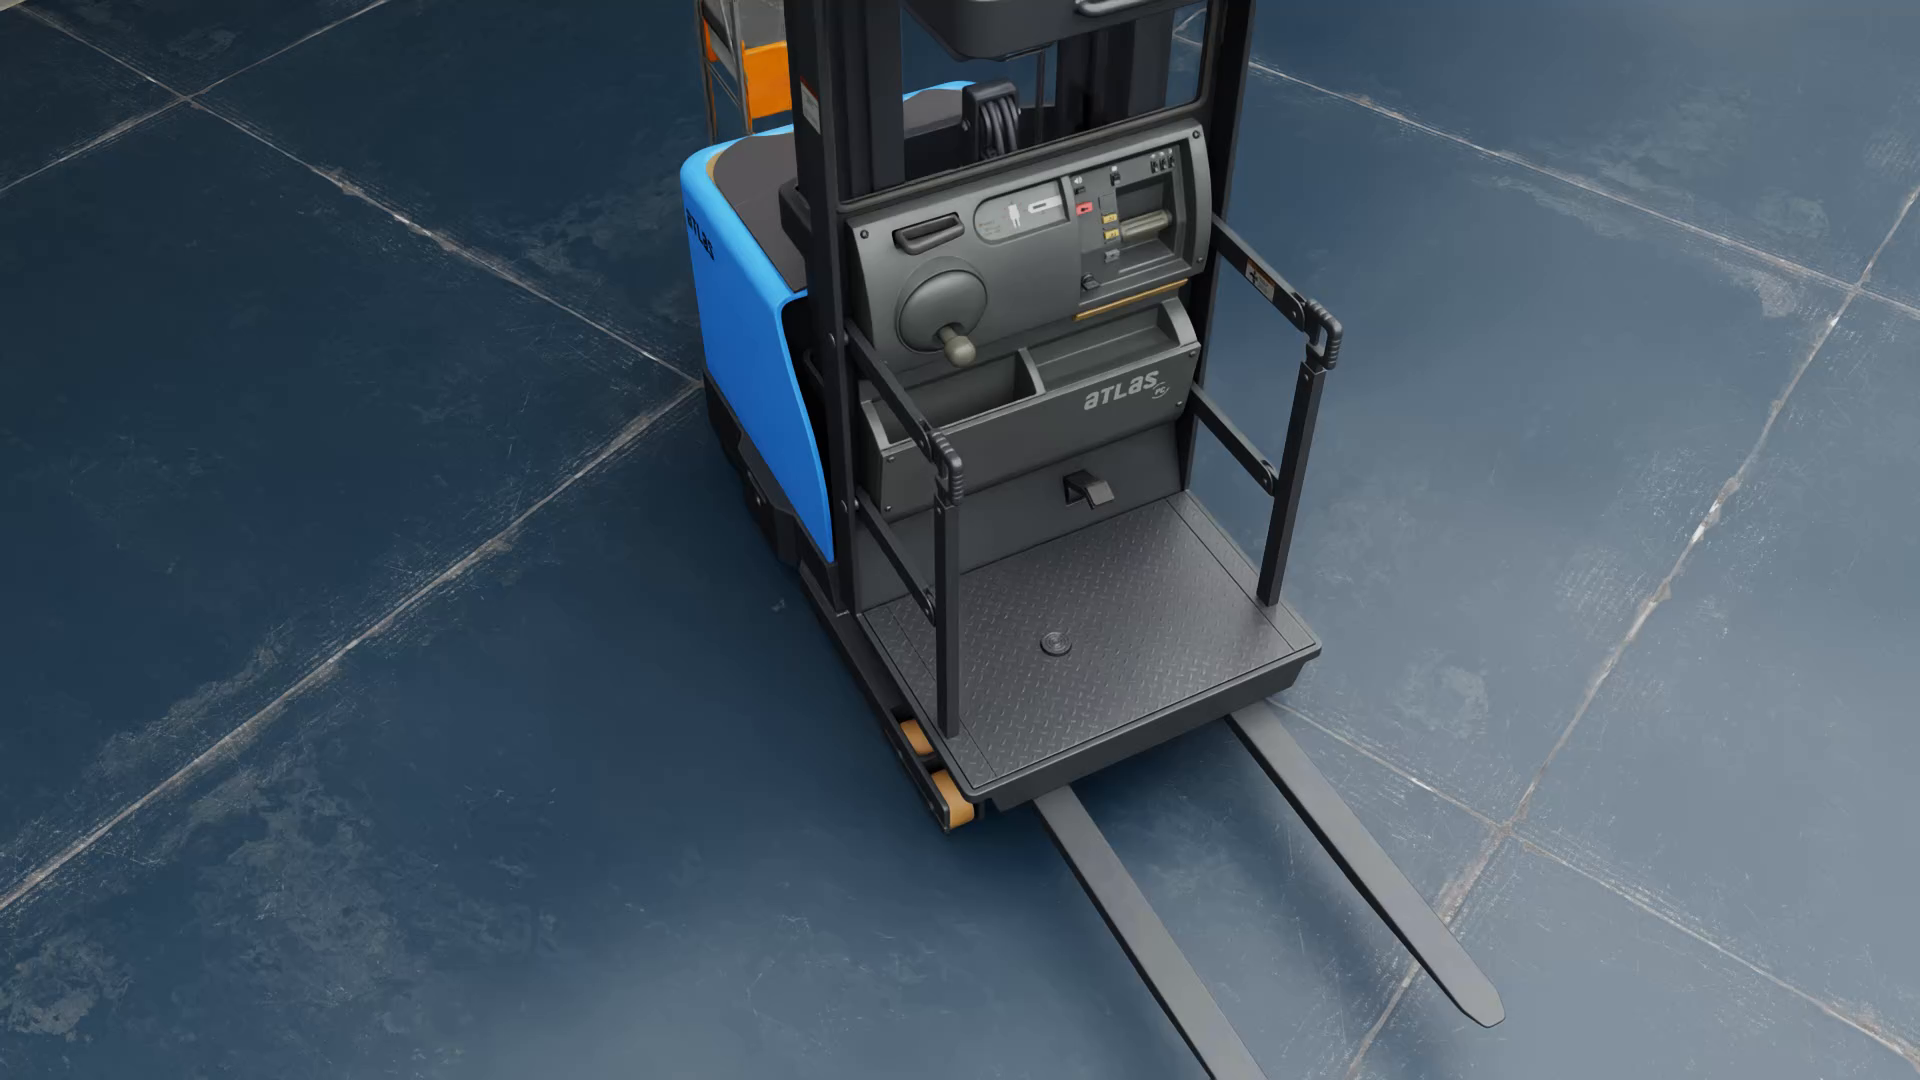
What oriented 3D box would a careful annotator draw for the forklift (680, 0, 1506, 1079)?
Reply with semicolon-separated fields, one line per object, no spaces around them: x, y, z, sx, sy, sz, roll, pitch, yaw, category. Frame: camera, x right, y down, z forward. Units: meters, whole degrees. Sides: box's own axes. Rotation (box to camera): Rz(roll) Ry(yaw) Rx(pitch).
0.287;-0.608;3.804;1.130;2.935;3.031;-20;50;-18;forklift

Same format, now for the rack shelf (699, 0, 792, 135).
-0.511;-1.472;5.222;0.480;0.518;0.431;-19;49;-18;rack shelf

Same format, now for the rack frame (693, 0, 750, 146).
-0.730;-1.404;5.137;0.015;2.100;0.400;-19;49;-18;rack frame

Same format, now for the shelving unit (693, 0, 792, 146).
-0.511;-1.482;5.212;0.503;2.100;0.431;-19;49;-18;shelving unit
